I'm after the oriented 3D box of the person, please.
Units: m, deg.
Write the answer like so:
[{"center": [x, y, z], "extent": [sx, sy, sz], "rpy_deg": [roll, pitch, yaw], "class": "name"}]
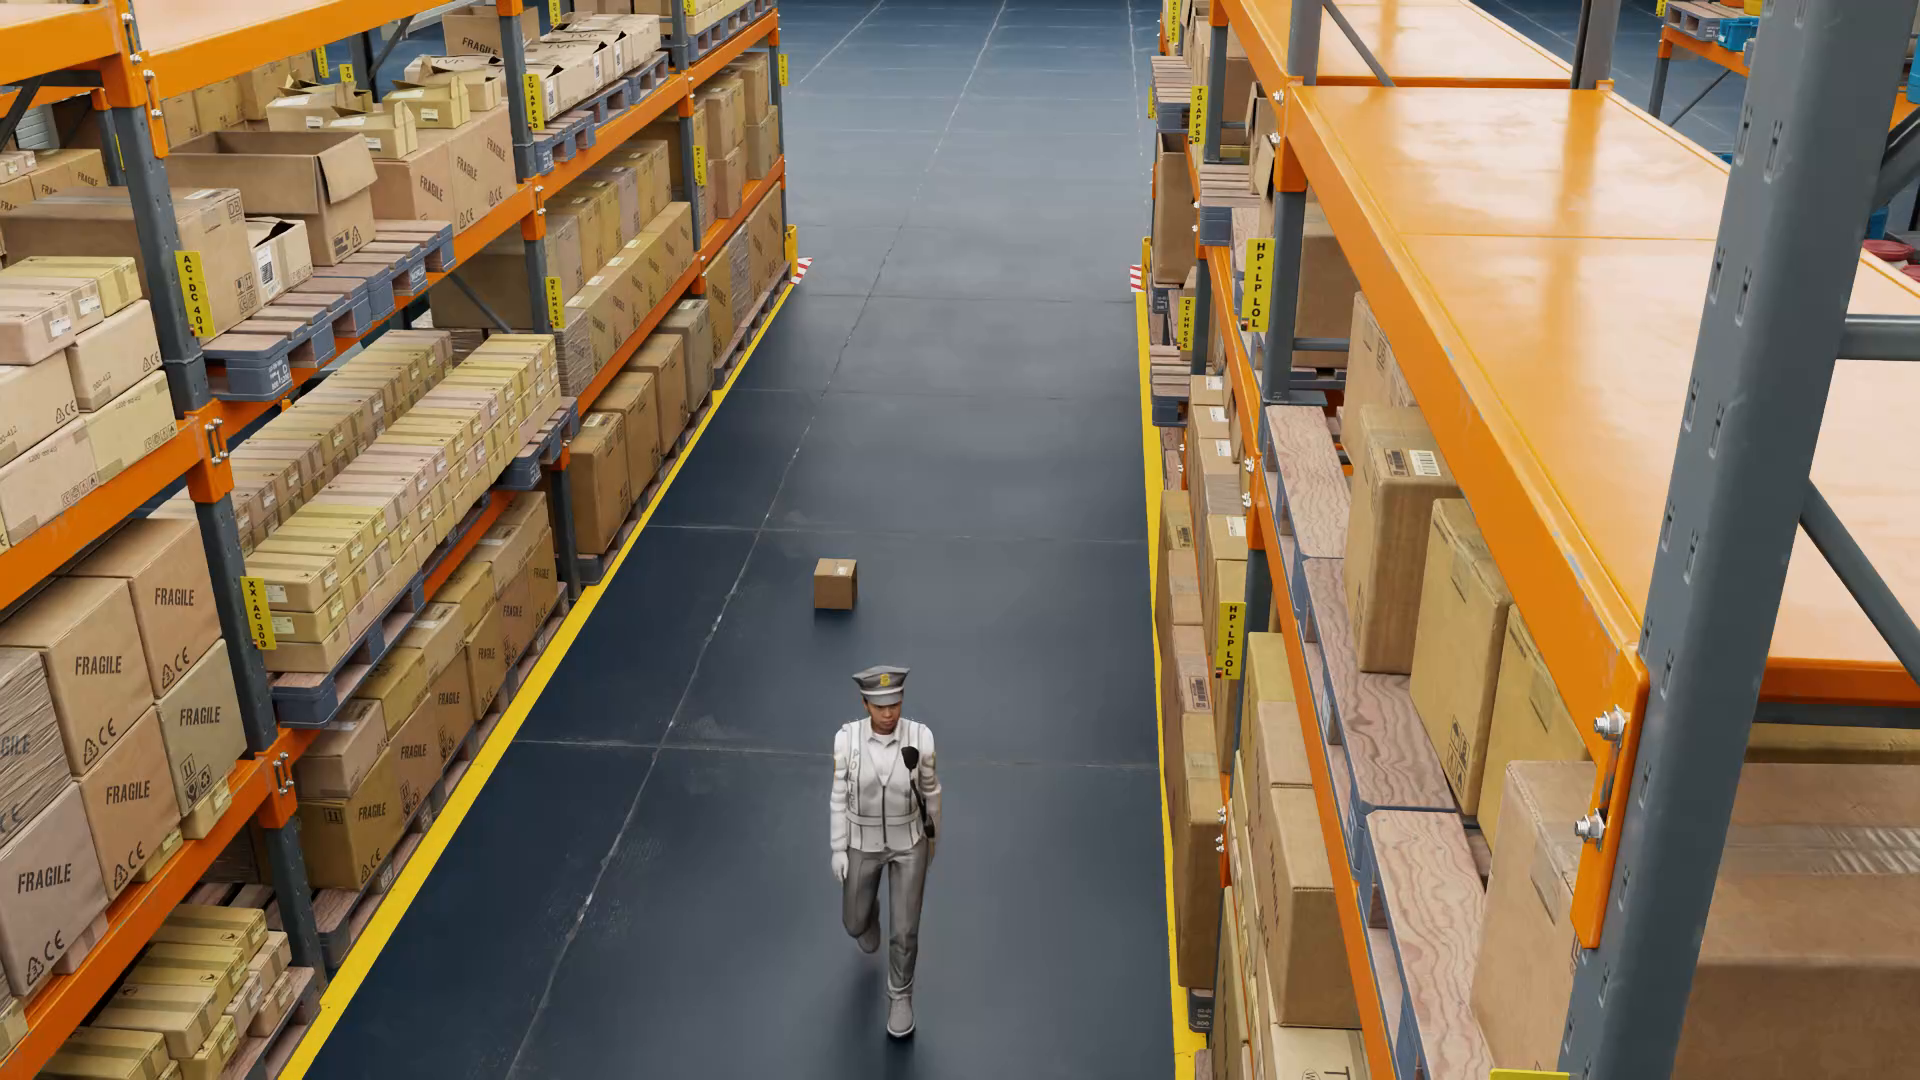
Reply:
[{"center": [-0.315, 1.270, 7.154], "extent": [0.477, 1.670, 0.659], "rpy_deg": [0, 25, 0], "class": "person"}]
